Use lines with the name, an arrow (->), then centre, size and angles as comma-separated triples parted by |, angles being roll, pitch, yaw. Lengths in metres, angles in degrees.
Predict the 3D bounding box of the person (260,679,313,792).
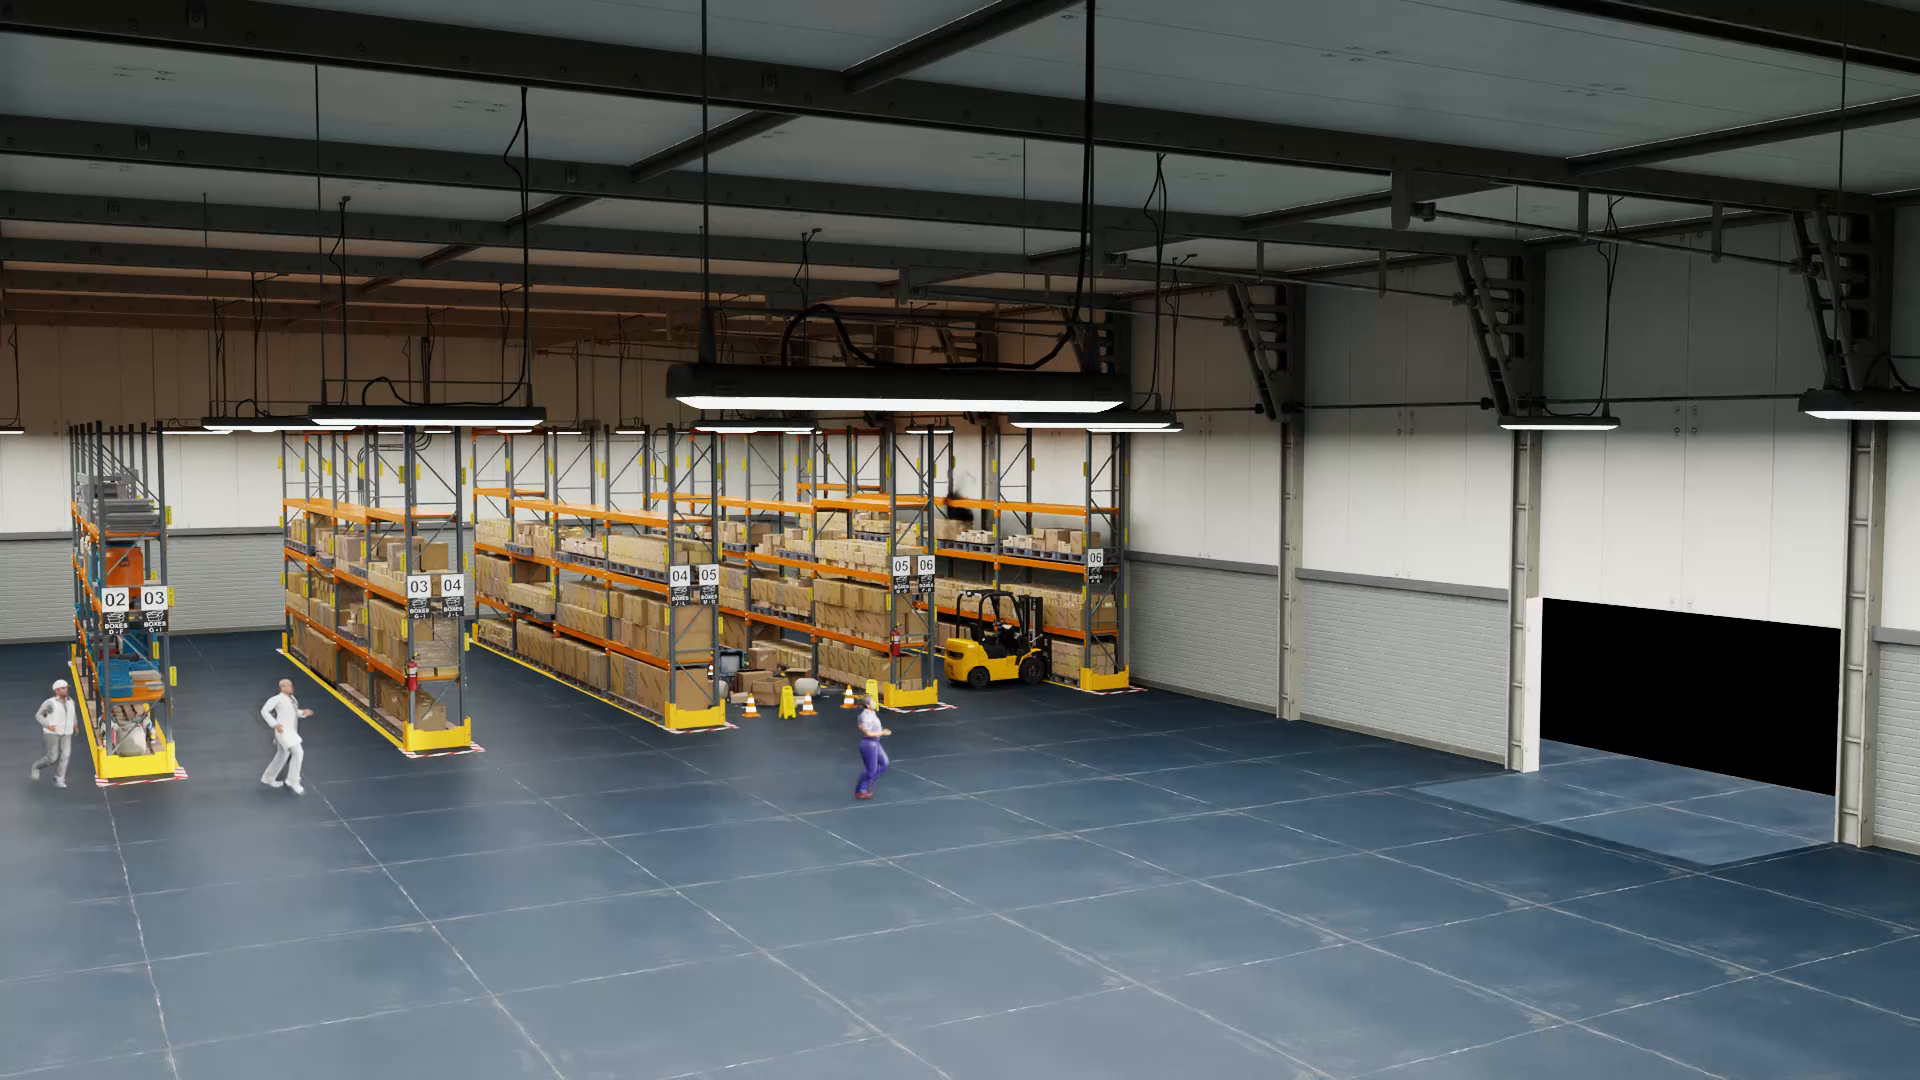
person -> -10.911, 3.178, 26.934 | 0.826, 1.850, 0.668 | 0, 4, -4

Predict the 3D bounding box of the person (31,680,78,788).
person -> -14.805, 3.173, 27.368 | 0.822, 1.715, 0.712 | 2, 4, 30

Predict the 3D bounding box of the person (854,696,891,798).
person -> -1.376, 3.283, 26.361 | 0.603, 1.636, 0.588 | 0, 4, 1
